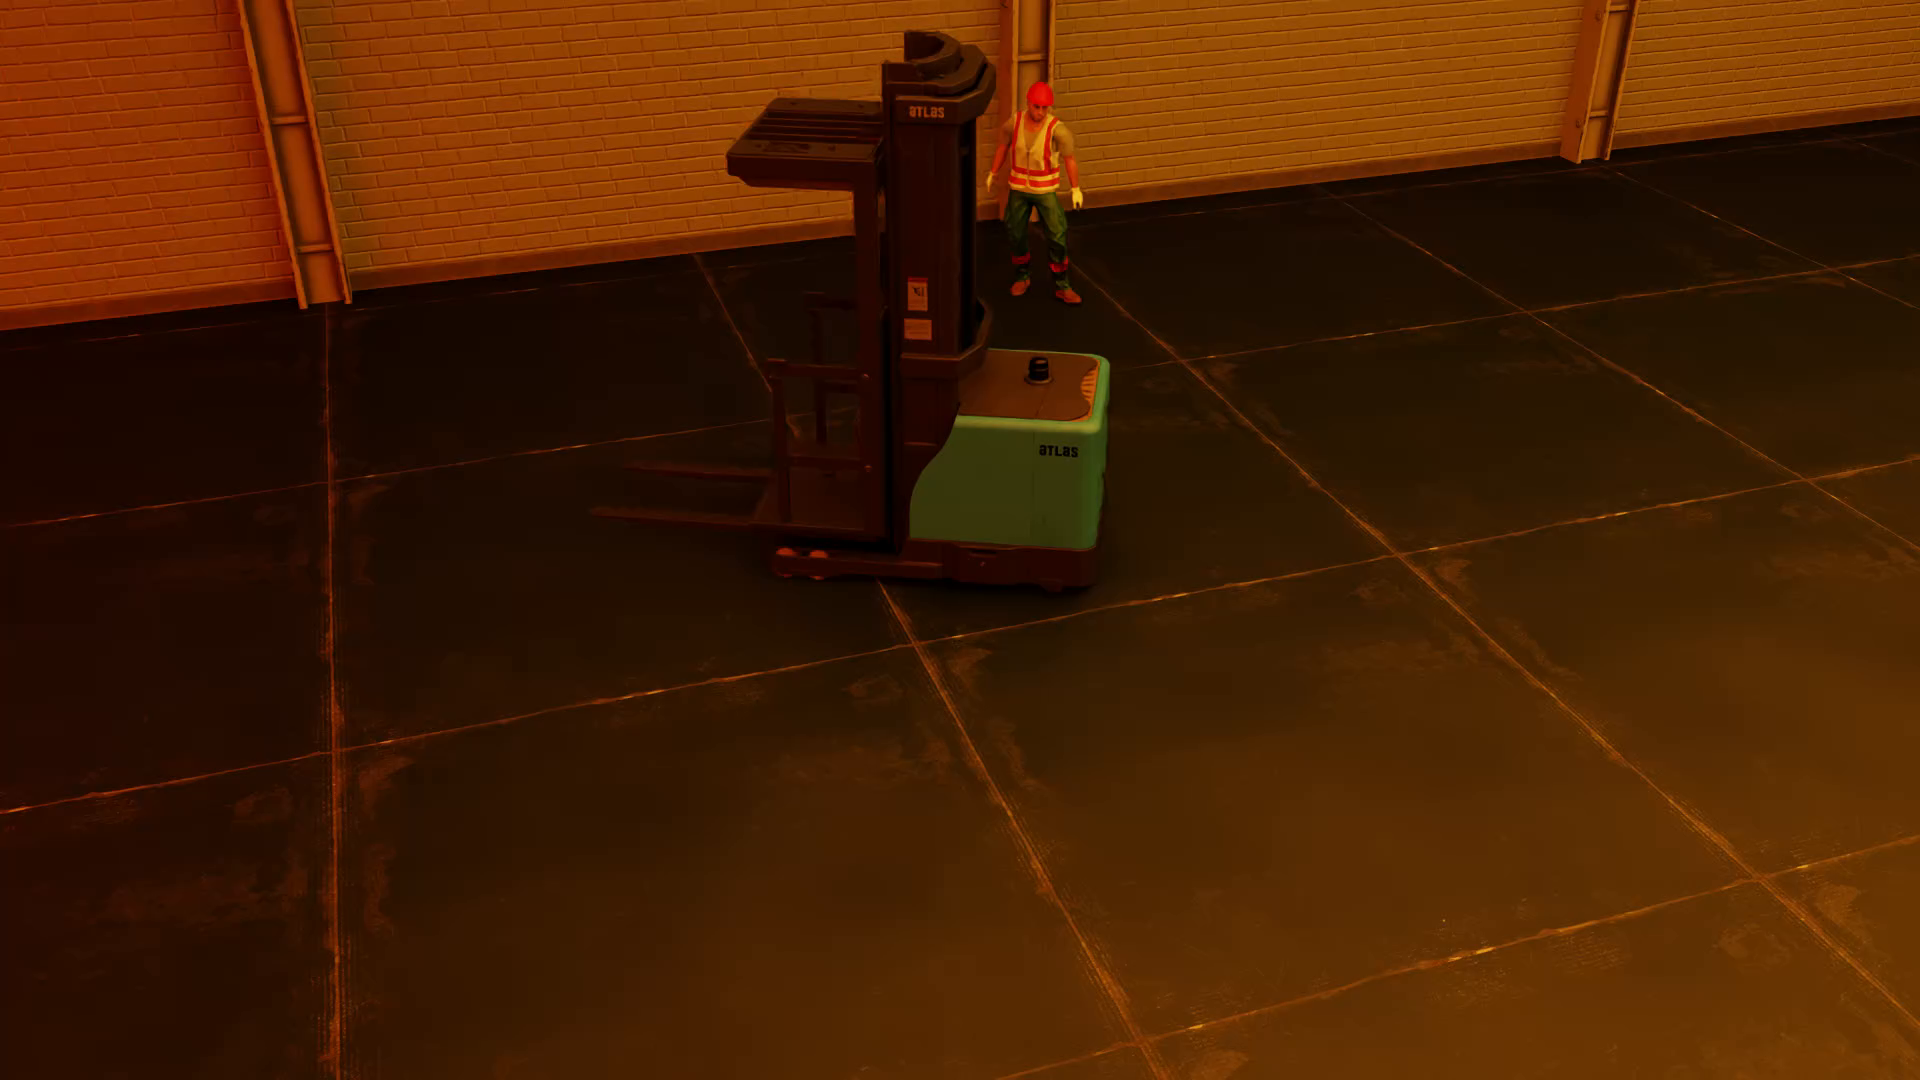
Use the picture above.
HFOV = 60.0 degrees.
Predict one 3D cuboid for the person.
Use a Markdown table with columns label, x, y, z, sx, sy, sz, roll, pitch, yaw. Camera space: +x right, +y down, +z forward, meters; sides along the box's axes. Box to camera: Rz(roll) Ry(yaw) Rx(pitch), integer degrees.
| label | x | y | z | sx | sy | sz | roll | pitch | yaw |
| --- | --- | --- | --- | --- | --- | --- | --- | --- | --- |
| person | 0.586 | -2.738 | 13.055 | 0.880 | 1.747 | 0.455 | 11 | 32 | 18 |

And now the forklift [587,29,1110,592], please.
| label | x | y | z | sx | sy | sz | roll | pitch | yaw |
| --- | --- | --- | --- | --- | --- | --- | --- | --- | --- |
| forklift | -0.665 | -1.296 | 9.340 | 3.031 | 2.935 | 1.130 | 4 | 30 | 7 |
